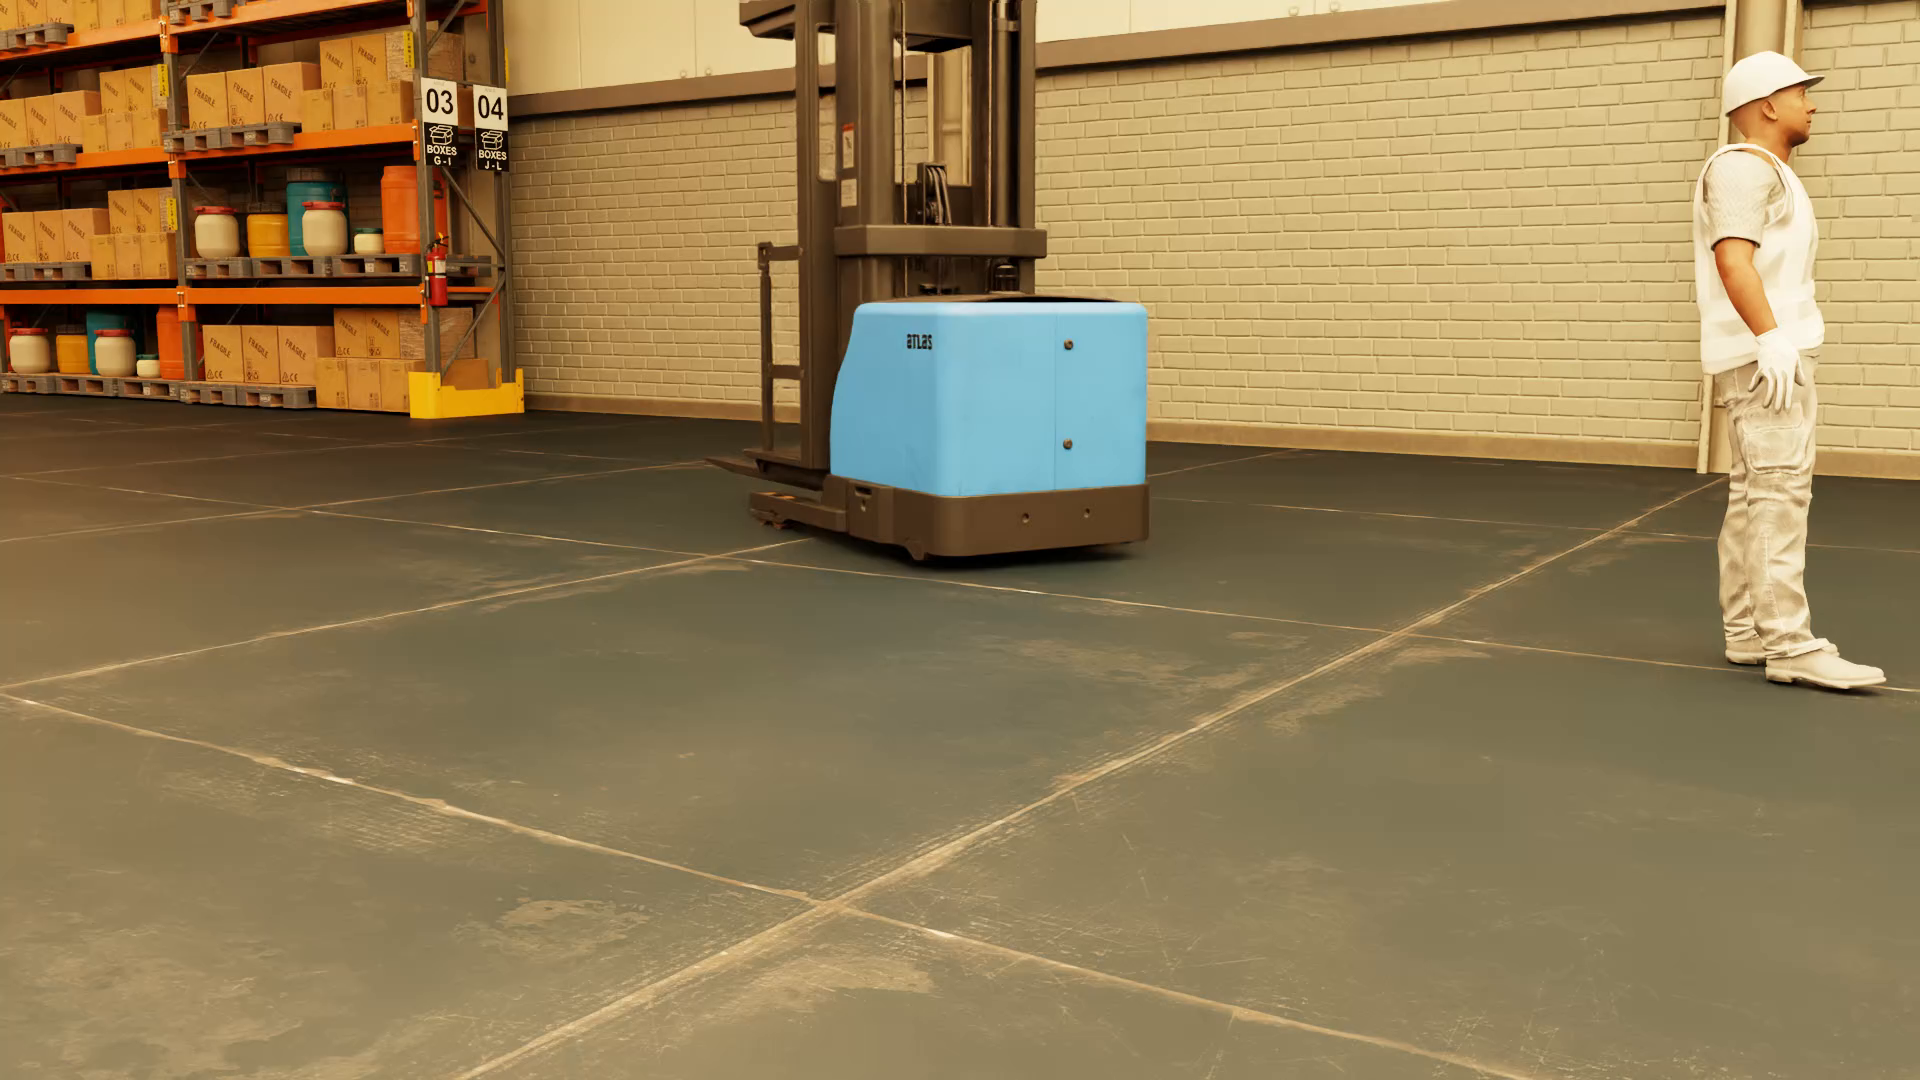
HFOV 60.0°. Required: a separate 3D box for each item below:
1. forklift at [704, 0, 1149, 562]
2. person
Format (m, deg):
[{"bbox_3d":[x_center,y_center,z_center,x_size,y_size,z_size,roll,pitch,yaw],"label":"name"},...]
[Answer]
[{"bbox_3d":[-0.371,-1.529,7.947,1.130,2.935,3.031,-5,9,-30],"label":"forklift"},{"bbox_3d":[2.418,-0.513,4.824,0.576,1.784,0.657,4,9,27],"label":"person"}]
